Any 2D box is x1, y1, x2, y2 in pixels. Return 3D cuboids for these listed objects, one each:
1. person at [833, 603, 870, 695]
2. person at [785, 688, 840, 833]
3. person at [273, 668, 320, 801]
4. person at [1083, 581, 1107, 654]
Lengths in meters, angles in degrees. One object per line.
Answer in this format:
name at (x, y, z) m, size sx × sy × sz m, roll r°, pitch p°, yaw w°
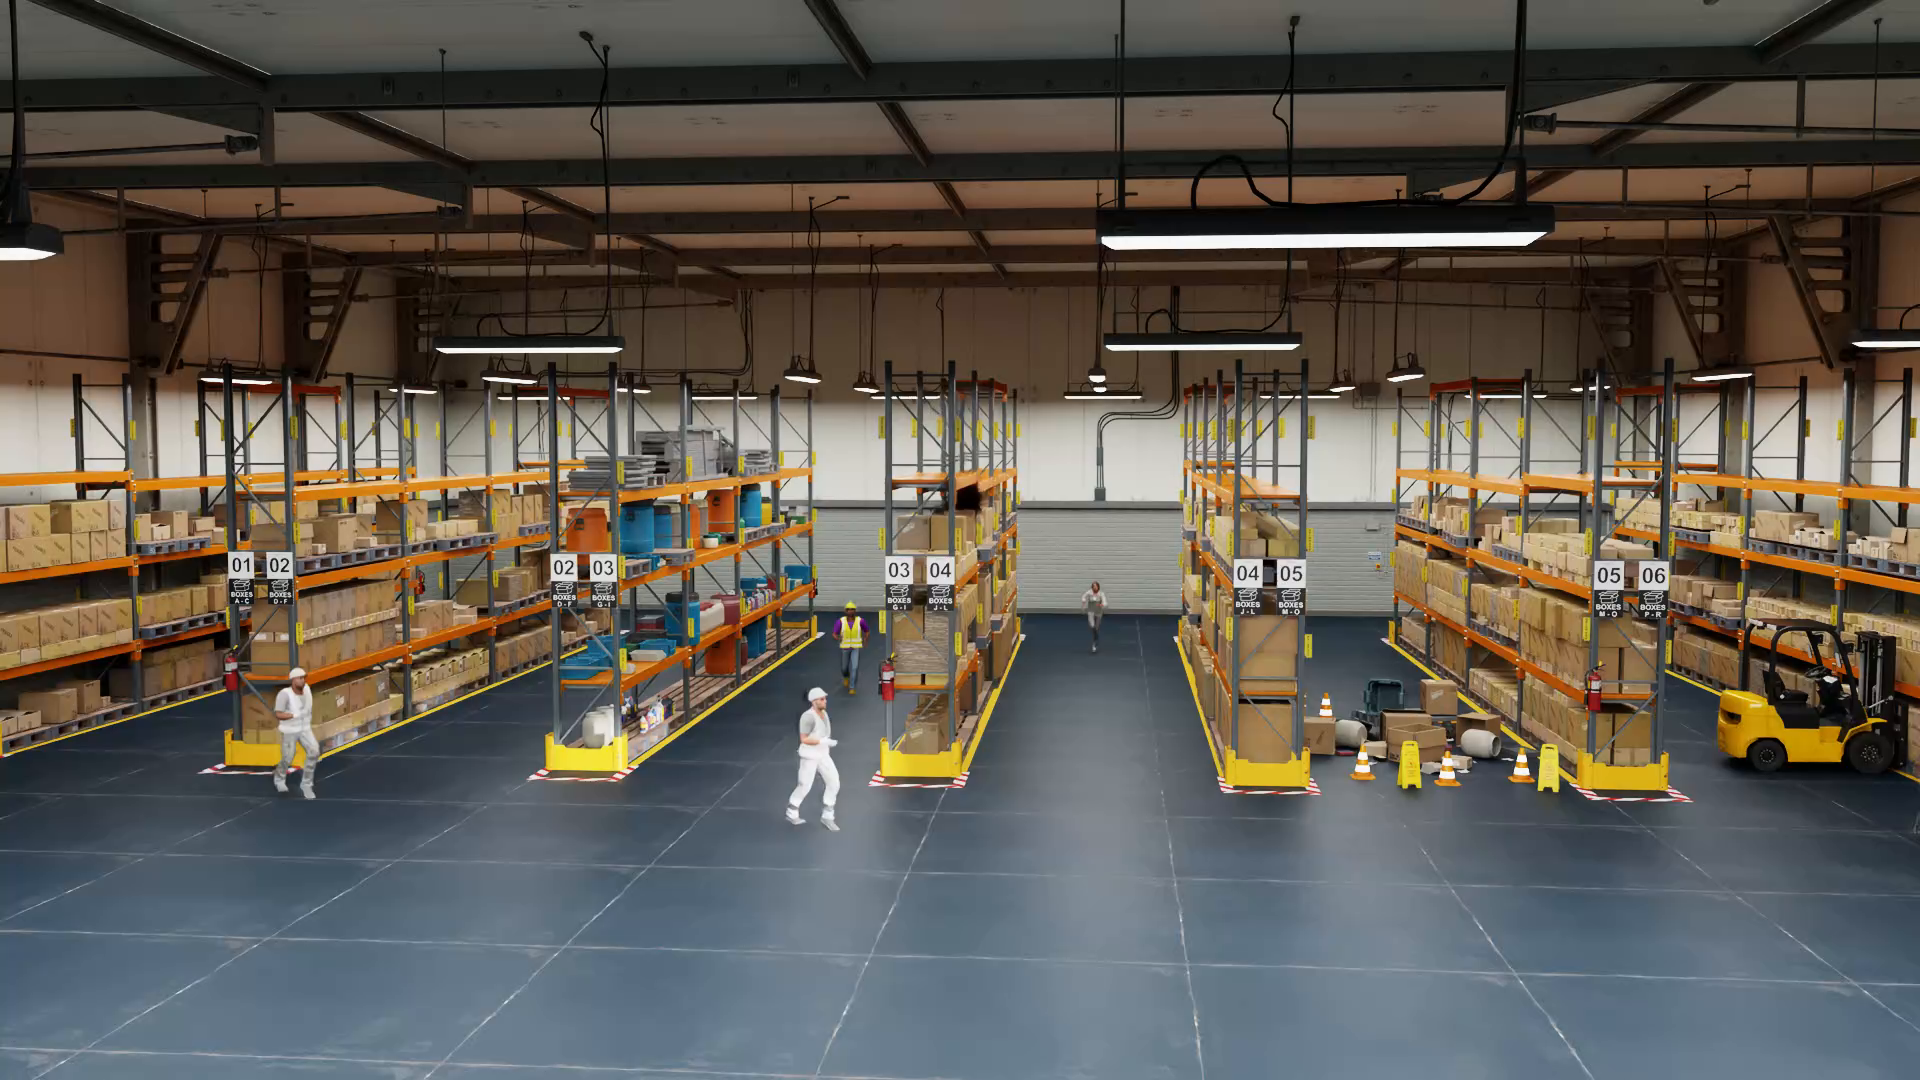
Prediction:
person at (-2.071, 2.056, 31.694) m, size 0.714 × 1.733 × 0.791 m, roll 0°, pitch 4°, yaw -2°
person at (-1.822, 2.748, 20.760) m, size 0.835 × 1.831 × 0.588 m, roll 3°, pitch 5°, yaw 35°
person at (-9.063, 2.631, 22.646) m, size 0.863 × 1.813 × 0.710 m, roll 2°, pitch 4°, yaw 32°
person at (3.057, 1.746, 37.698) m, size 0.556 × 1.598 × 0.800 m, roll 0°, pitch 4°, yaw 5°
